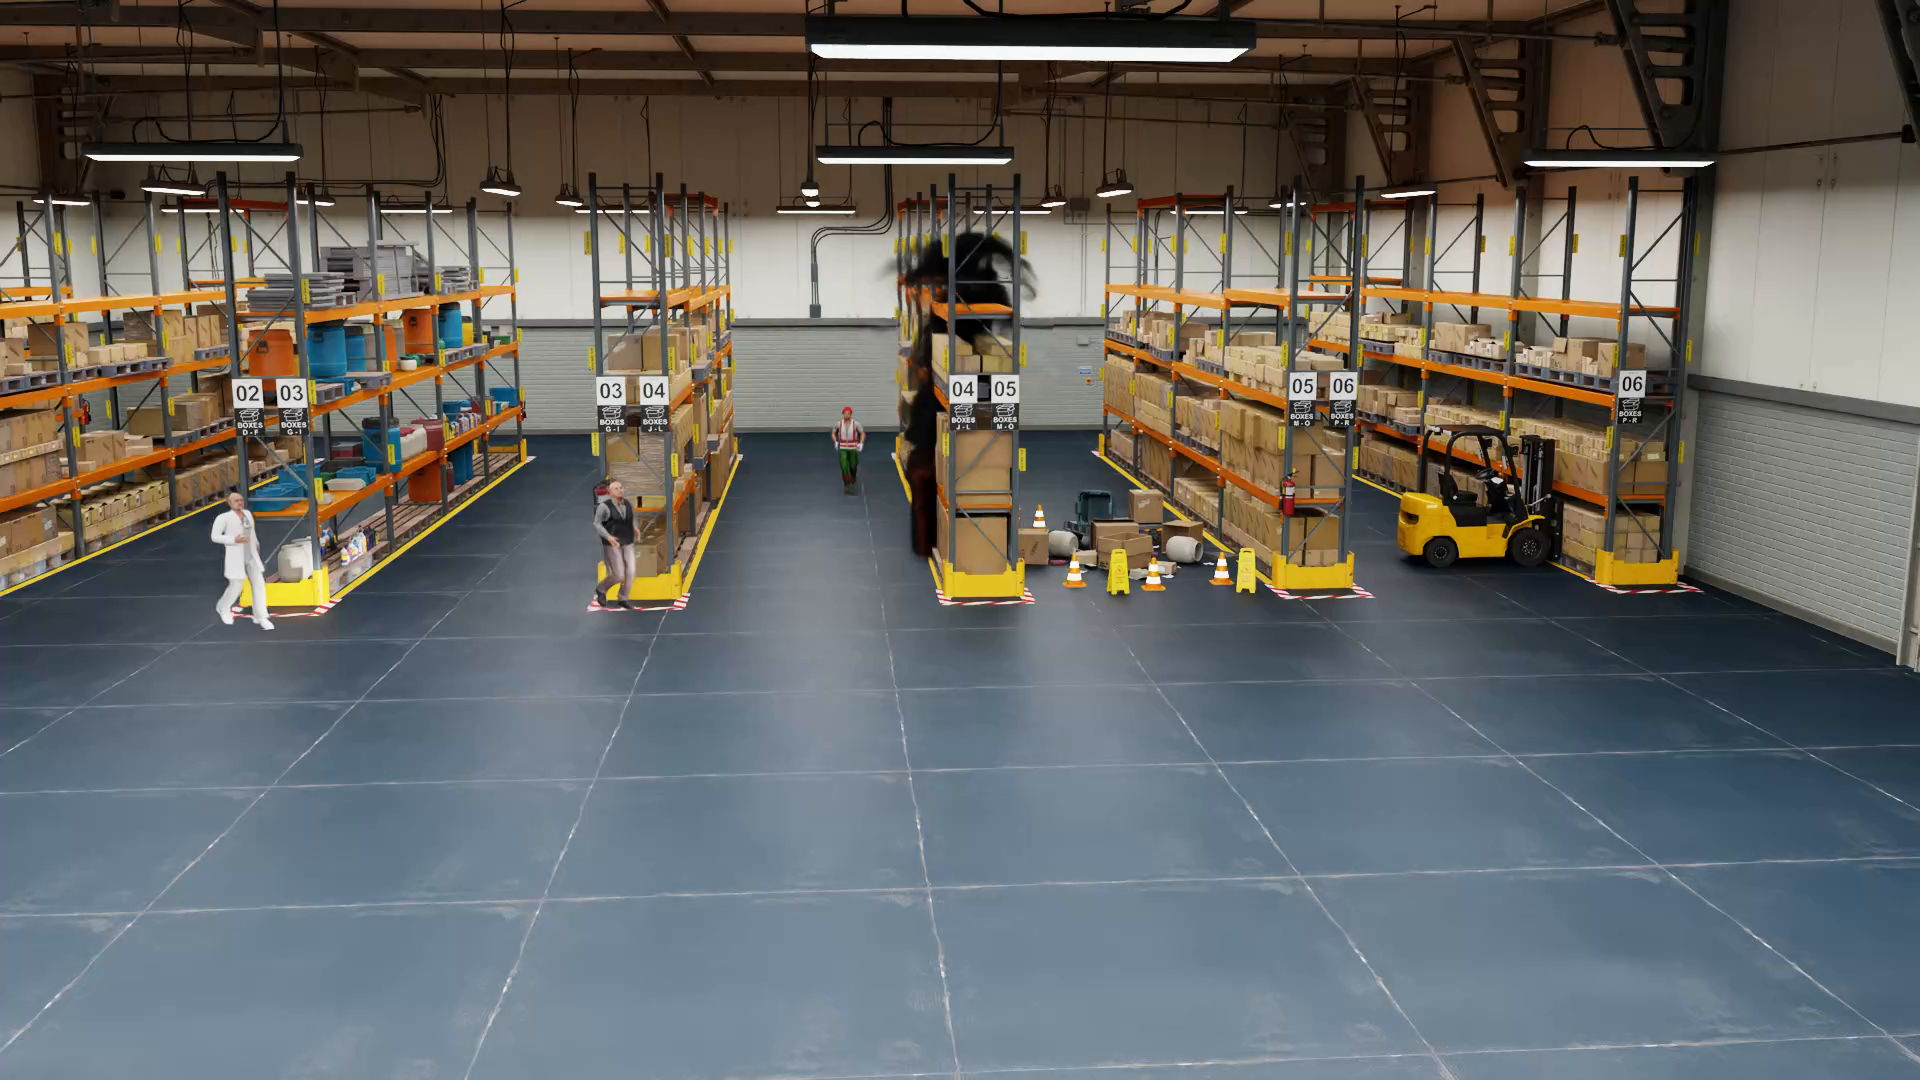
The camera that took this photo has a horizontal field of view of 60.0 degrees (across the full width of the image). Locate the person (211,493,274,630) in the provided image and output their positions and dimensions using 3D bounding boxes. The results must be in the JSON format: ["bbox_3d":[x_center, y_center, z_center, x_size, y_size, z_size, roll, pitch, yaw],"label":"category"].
[{"bbox_3d":[-9.516,0.274,21.965,0.943,1.803,0.707,7,12,34],"label":"person"}]

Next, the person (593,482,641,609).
[{"bbox_3d":[-4.525,0.060,21.984,0.626,1.686,0.665,10,14,44],"label":"person"}]

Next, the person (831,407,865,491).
[{"bbox_3d":[-2.314,-1.895,34.415,0.702,1.742,0.637,0,10,-1],"label":"person"}]
